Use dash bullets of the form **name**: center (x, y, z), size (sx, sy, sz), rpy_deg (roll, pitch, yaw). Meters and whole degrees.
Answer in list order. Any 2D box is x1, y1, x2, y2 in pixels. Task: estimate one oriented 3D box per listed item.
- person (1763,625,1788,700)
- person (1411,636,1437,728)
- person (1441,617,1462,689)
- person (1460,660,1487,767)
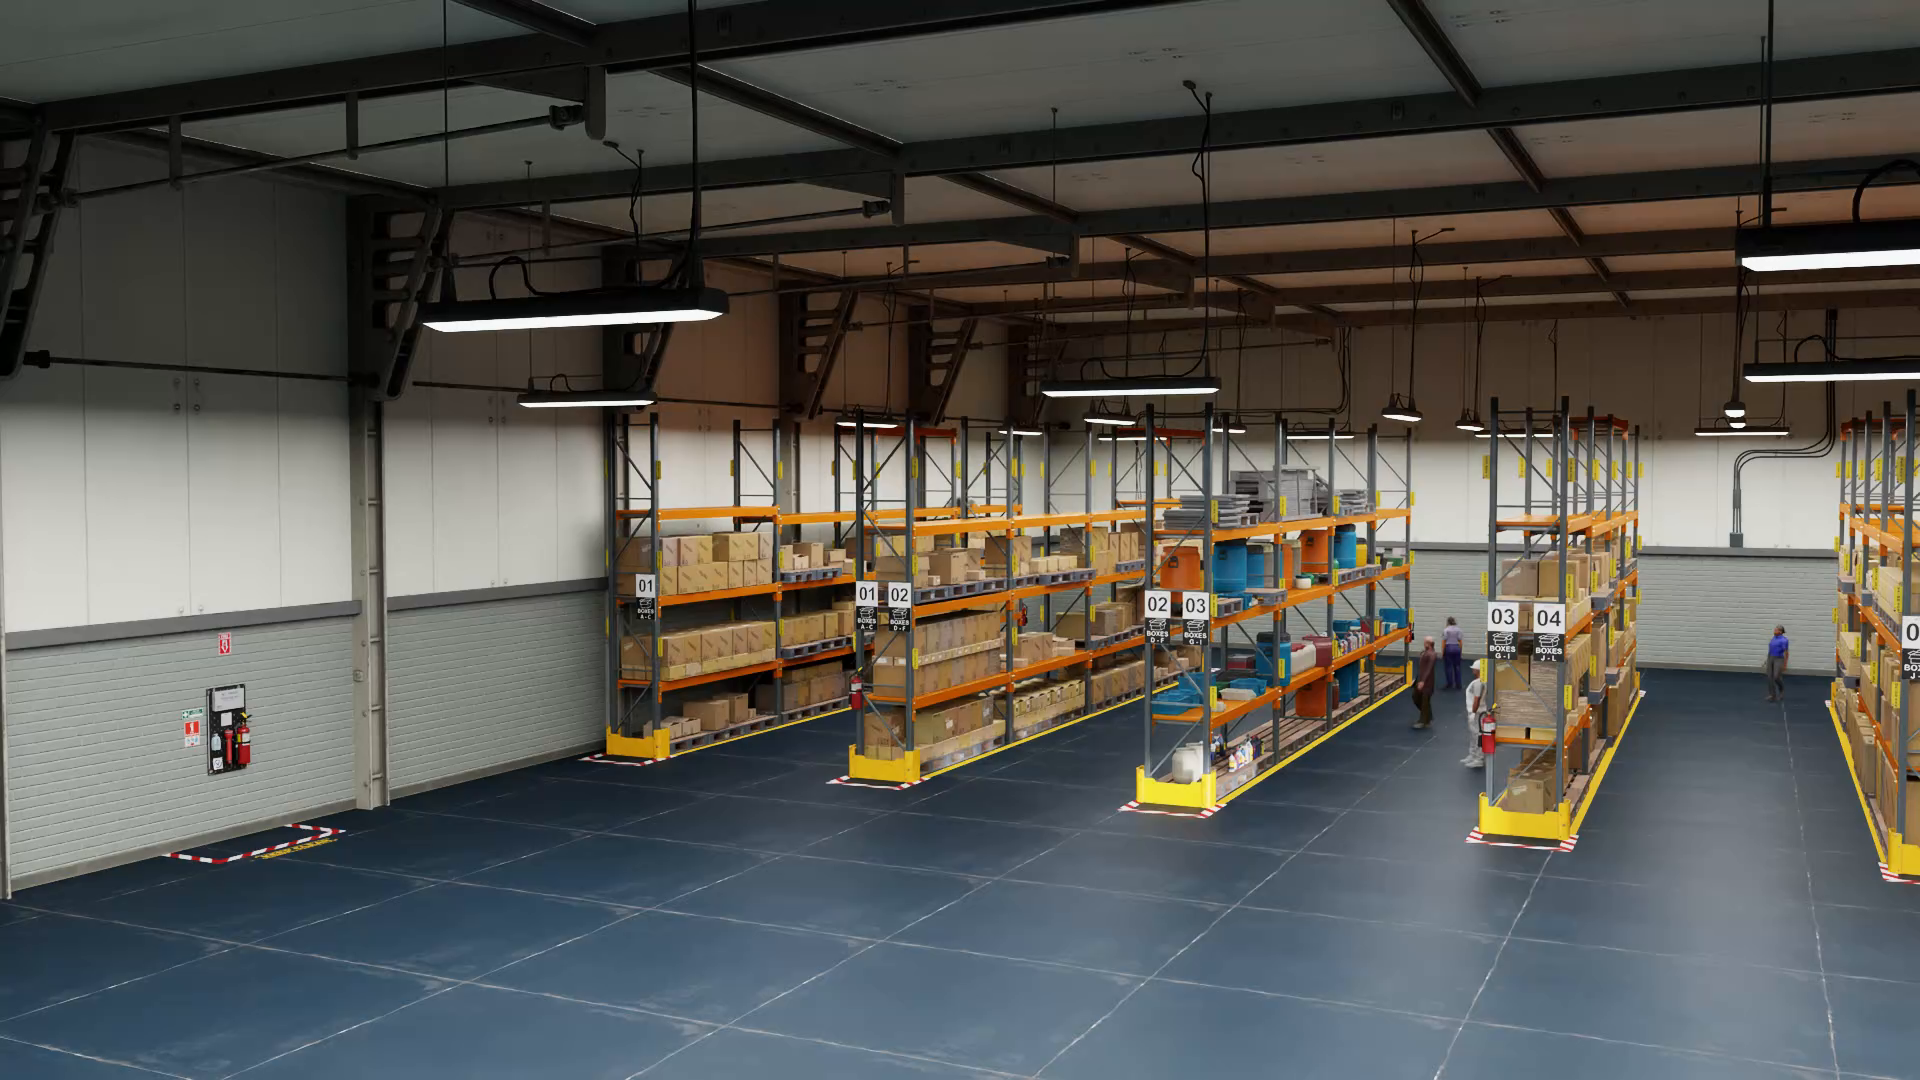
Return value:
- **person**: center (17.621, 2.649, 35.947), size (0.461, 1.642, 0.541), rpy_deg (-2, 3, -33)
- **person**: center (9.015, 2.764, 32.340), size (0.543, 1.795, 0.651), rpy_deg (0, 2, -7)
- **person**: center (11.254, 2.581, 38.046), size (0.505, 1.659, 0.441), rpy_deg (-1, 3, -25)
- **person**: center (8.726, 2.922, 28.133), size (0.480, 1.782, 0.620), rpy_deg (1, 2, 12)
